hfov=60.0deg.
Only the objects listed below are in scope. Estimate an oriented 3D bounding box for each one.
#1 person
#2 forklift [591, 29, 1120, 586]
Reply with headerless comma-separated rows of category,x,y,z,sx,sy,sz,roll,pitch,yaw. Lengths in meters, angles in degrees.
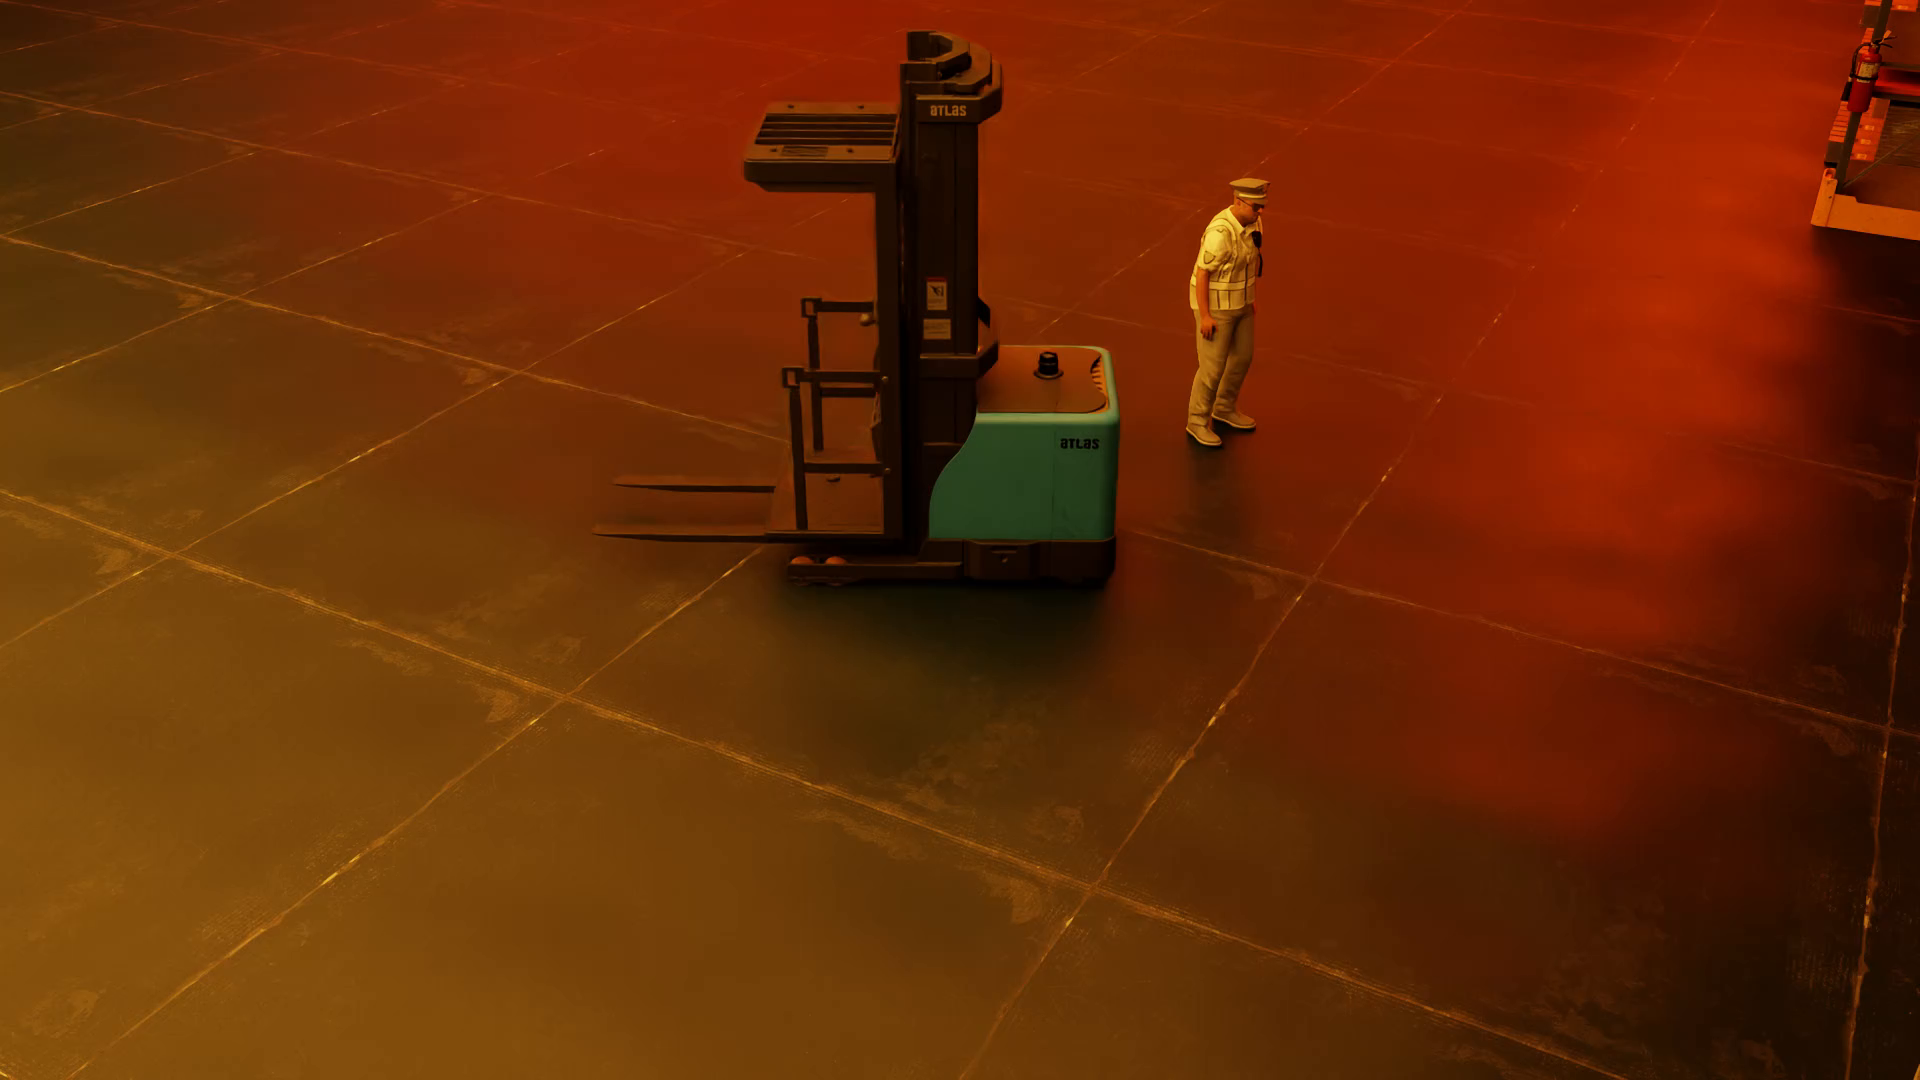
person,1.744,-1.530,10.908,0.592,1.743,0.439,-26,39,-38
forklift,-0.618,-1.268,9.268,3.031,2.935,1.130,1,30,1
